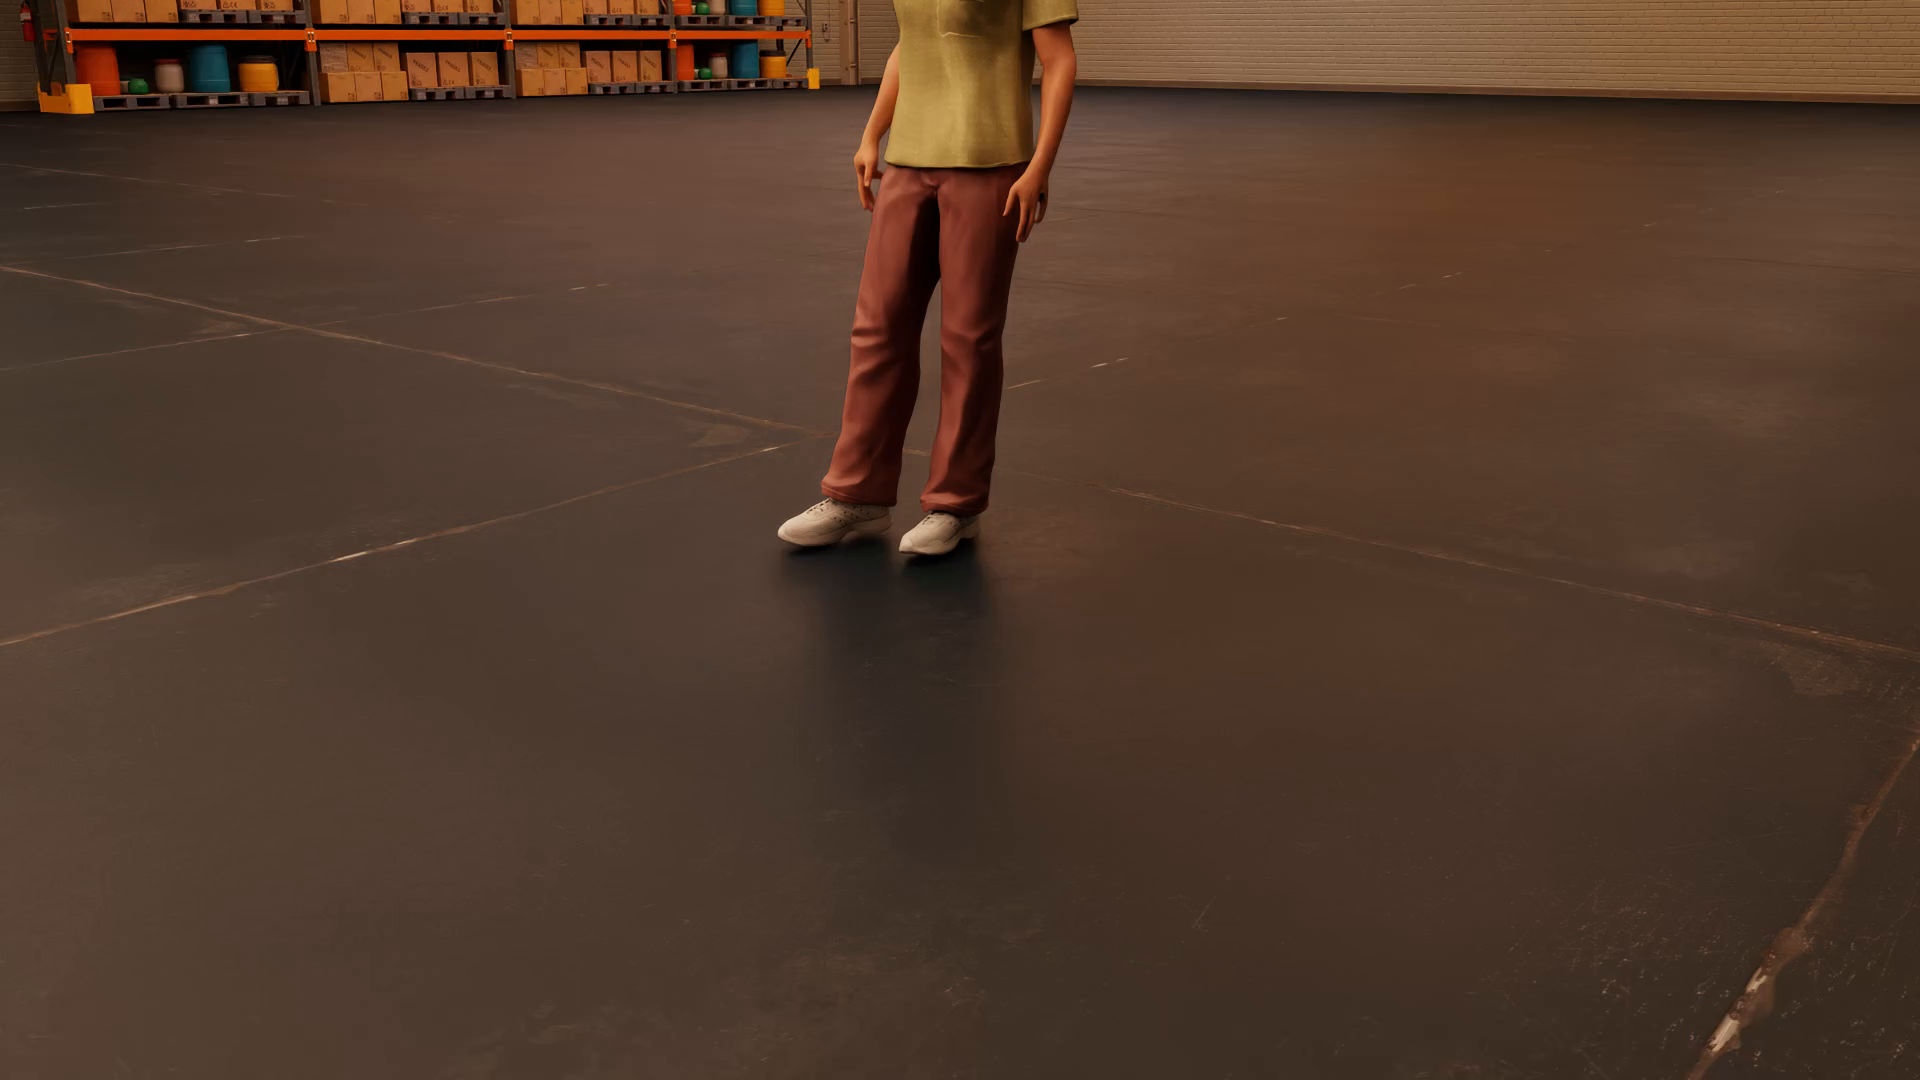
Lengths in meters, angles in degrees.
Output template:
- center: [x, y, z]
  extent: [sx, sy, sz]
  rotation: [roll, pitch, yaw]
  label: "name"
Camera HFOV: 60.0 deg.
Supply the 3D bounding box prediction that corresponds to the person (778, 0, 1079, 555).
- center: [-0.056, -0.794, 3.649]
  extent: [0.553, 1.673, 0.548]
  rotation: [13, 21, 37]
  label: "person"
